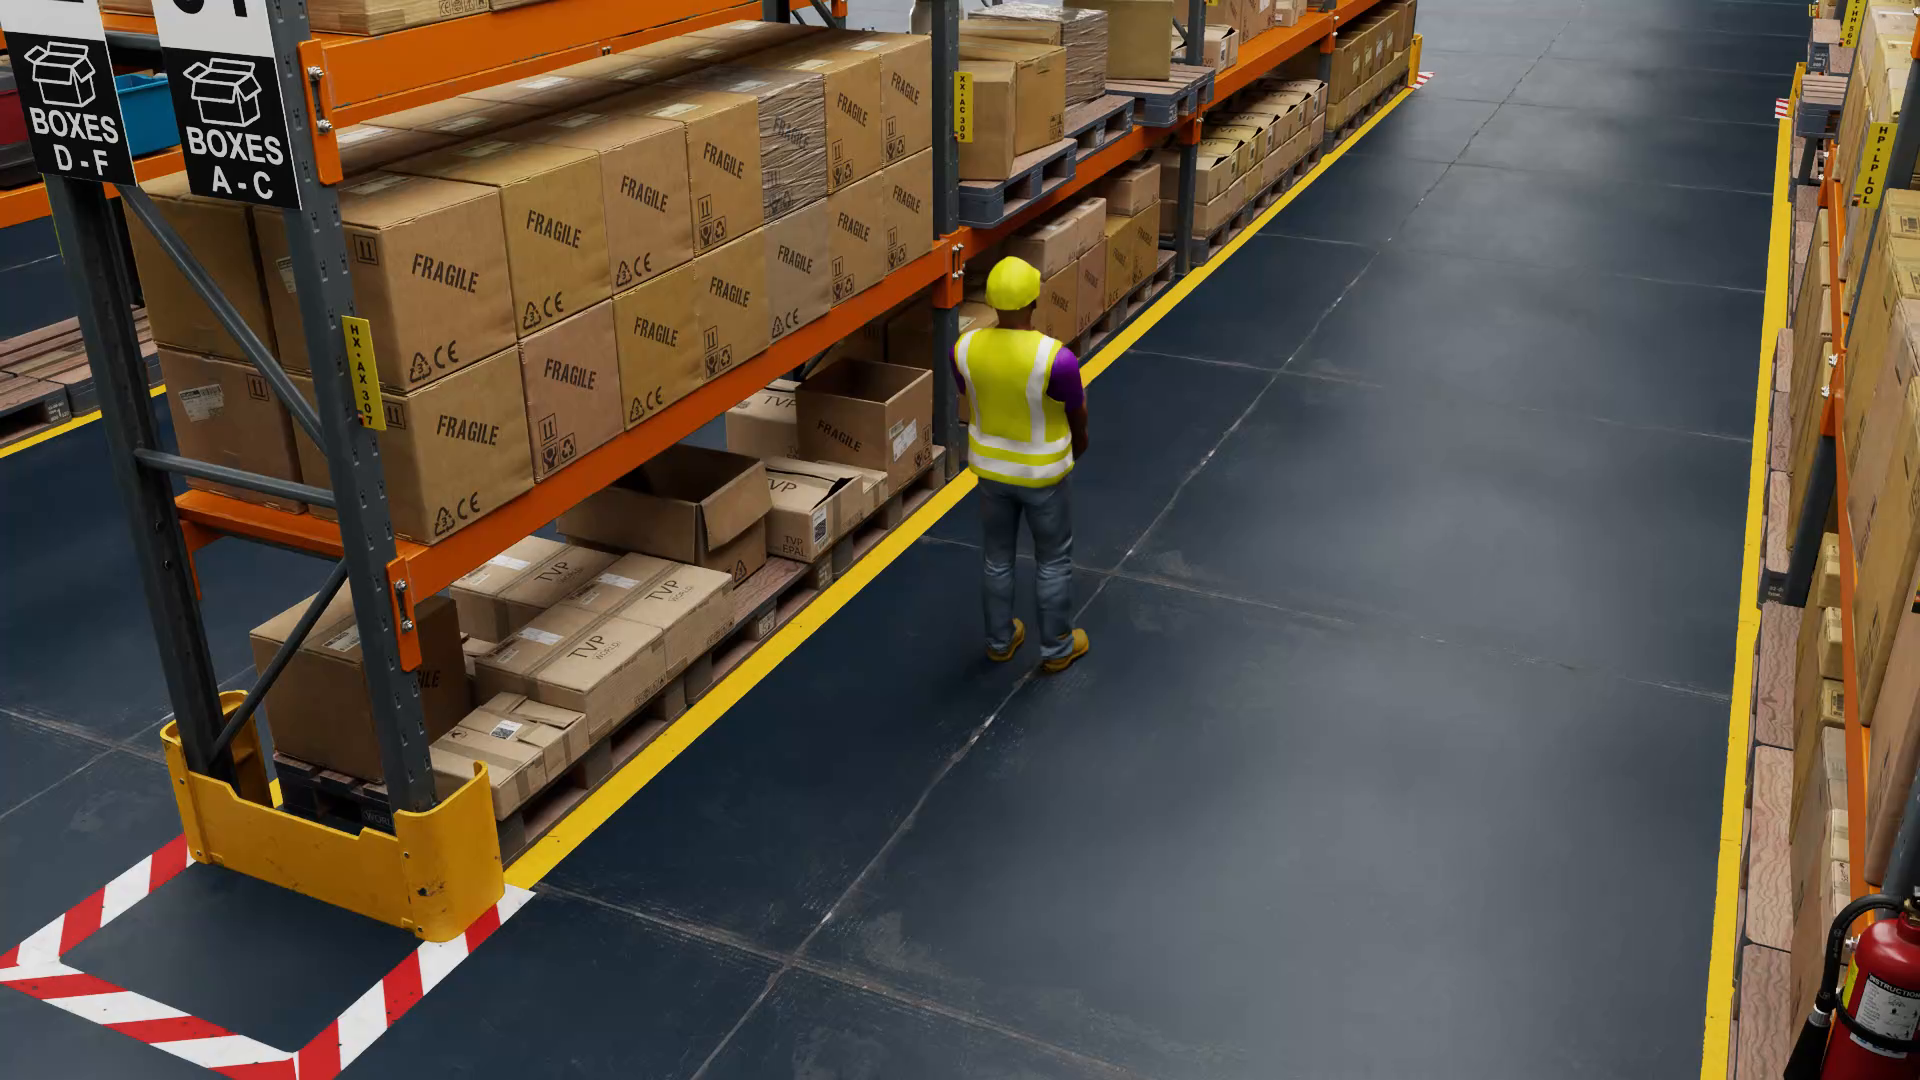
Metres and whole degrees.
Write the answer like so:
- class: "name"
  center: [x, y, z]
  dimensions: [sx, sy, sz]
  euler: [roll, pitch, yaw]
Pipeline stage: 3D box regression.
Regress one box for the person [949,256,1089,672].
- class: "person"
  center: [0.268, -0.319, 6.735]
  dimensions: [0.524, 1.772, 0.558]
  euler: [11, 28, 22]
